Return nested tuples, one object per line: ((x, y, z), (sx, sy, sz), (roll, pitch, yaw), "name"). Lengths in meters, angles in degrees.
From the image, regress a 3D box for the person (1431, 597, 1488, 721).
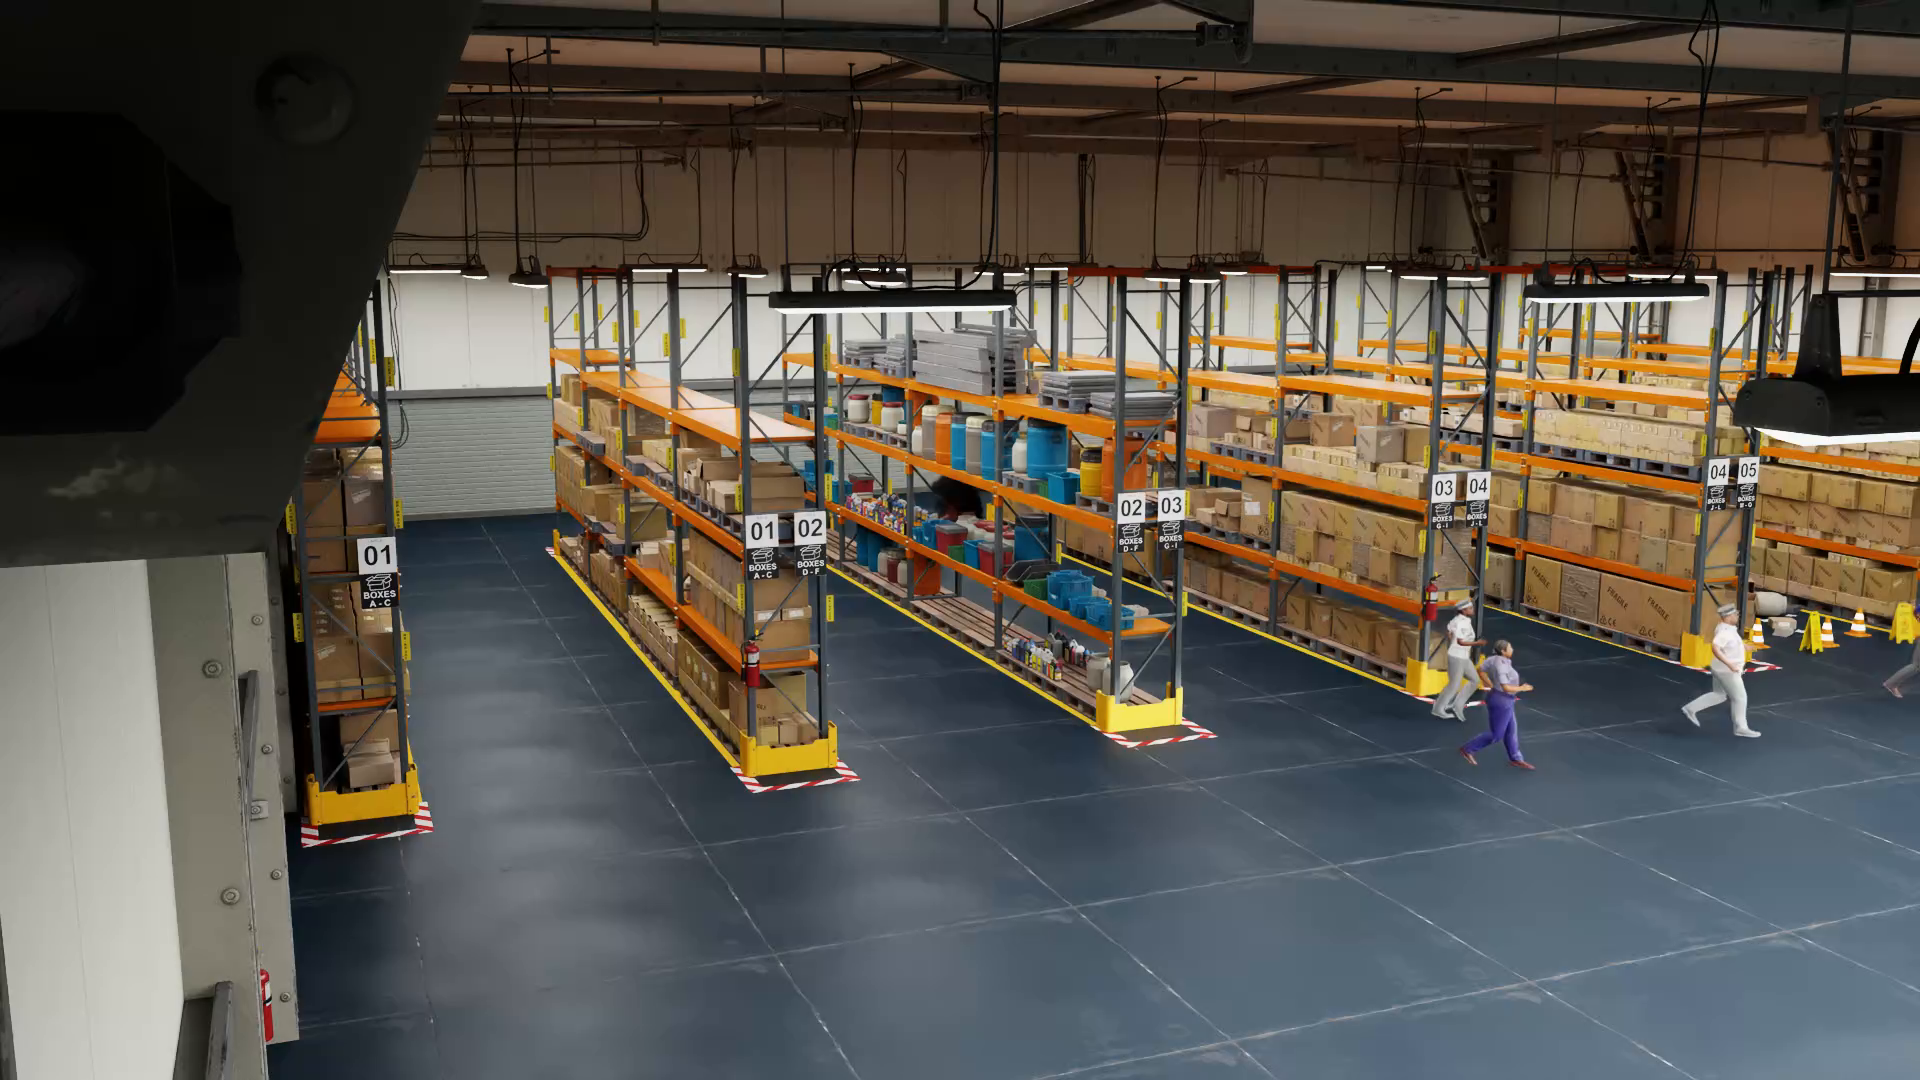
((6.813, 1.620, 22.604), (0.686, 1.722, 0.581), (4, 11, 21), "person")

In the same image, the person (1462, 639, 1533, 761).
((6.554, 1.973, 20.294), (0.799, 1.547, 0.606), (1, 10, 7), "person")

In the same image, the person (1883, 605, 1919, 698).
((13.594, 1.473, 23.469), (0.901, 1.696, 0.586), (5, 11, 28), "person")

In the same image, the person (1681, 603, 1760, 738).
((10.061, 1.691, 21.797), (0.906, 1.750, 0.671), (2, 10, 14), "person")
